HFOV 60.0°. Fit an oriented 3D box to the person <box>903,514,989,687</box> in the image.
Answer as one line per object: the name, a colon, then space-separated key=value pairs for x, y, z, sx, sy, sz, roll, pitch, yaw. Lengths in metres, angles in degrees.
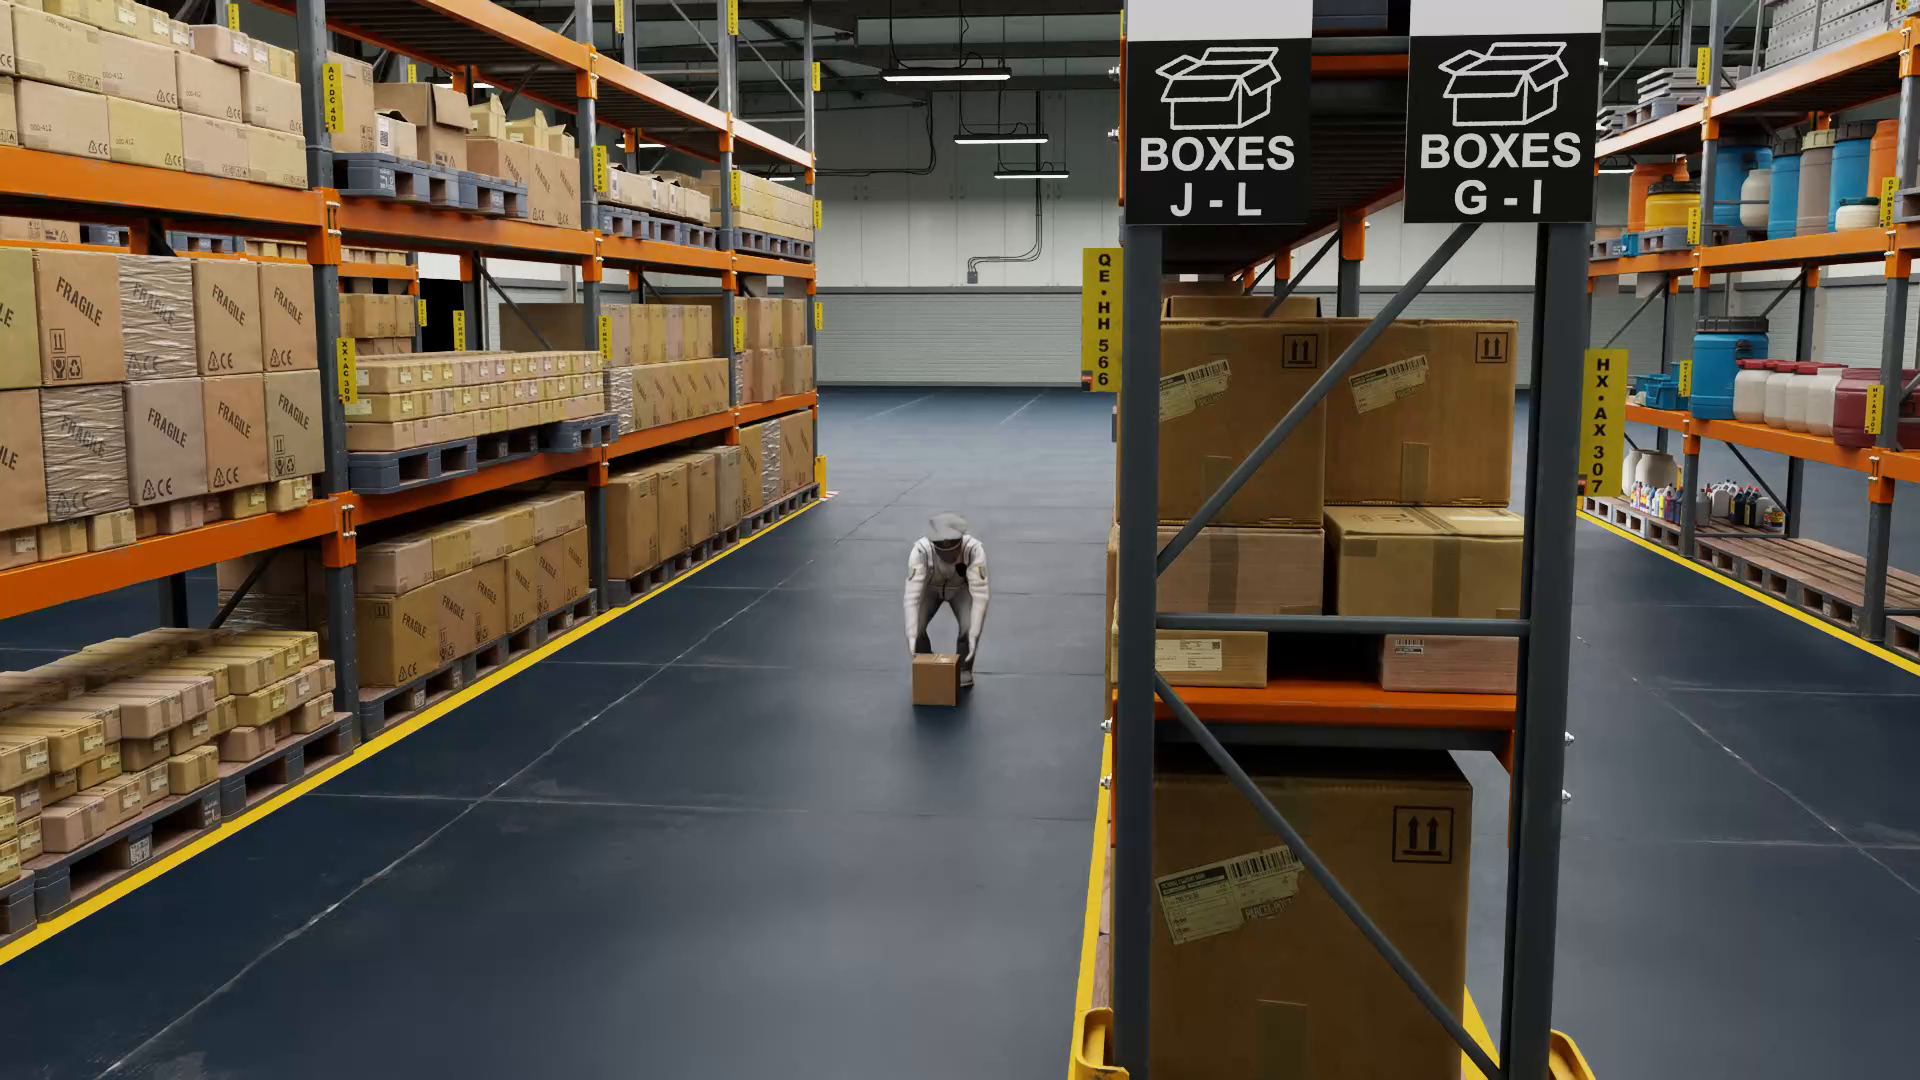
person: x=-0.069 y=0.353 z=9.904 sx=0.505 sy=1.075 sz=0.826 roll=1 pitch=8 yaw=5
